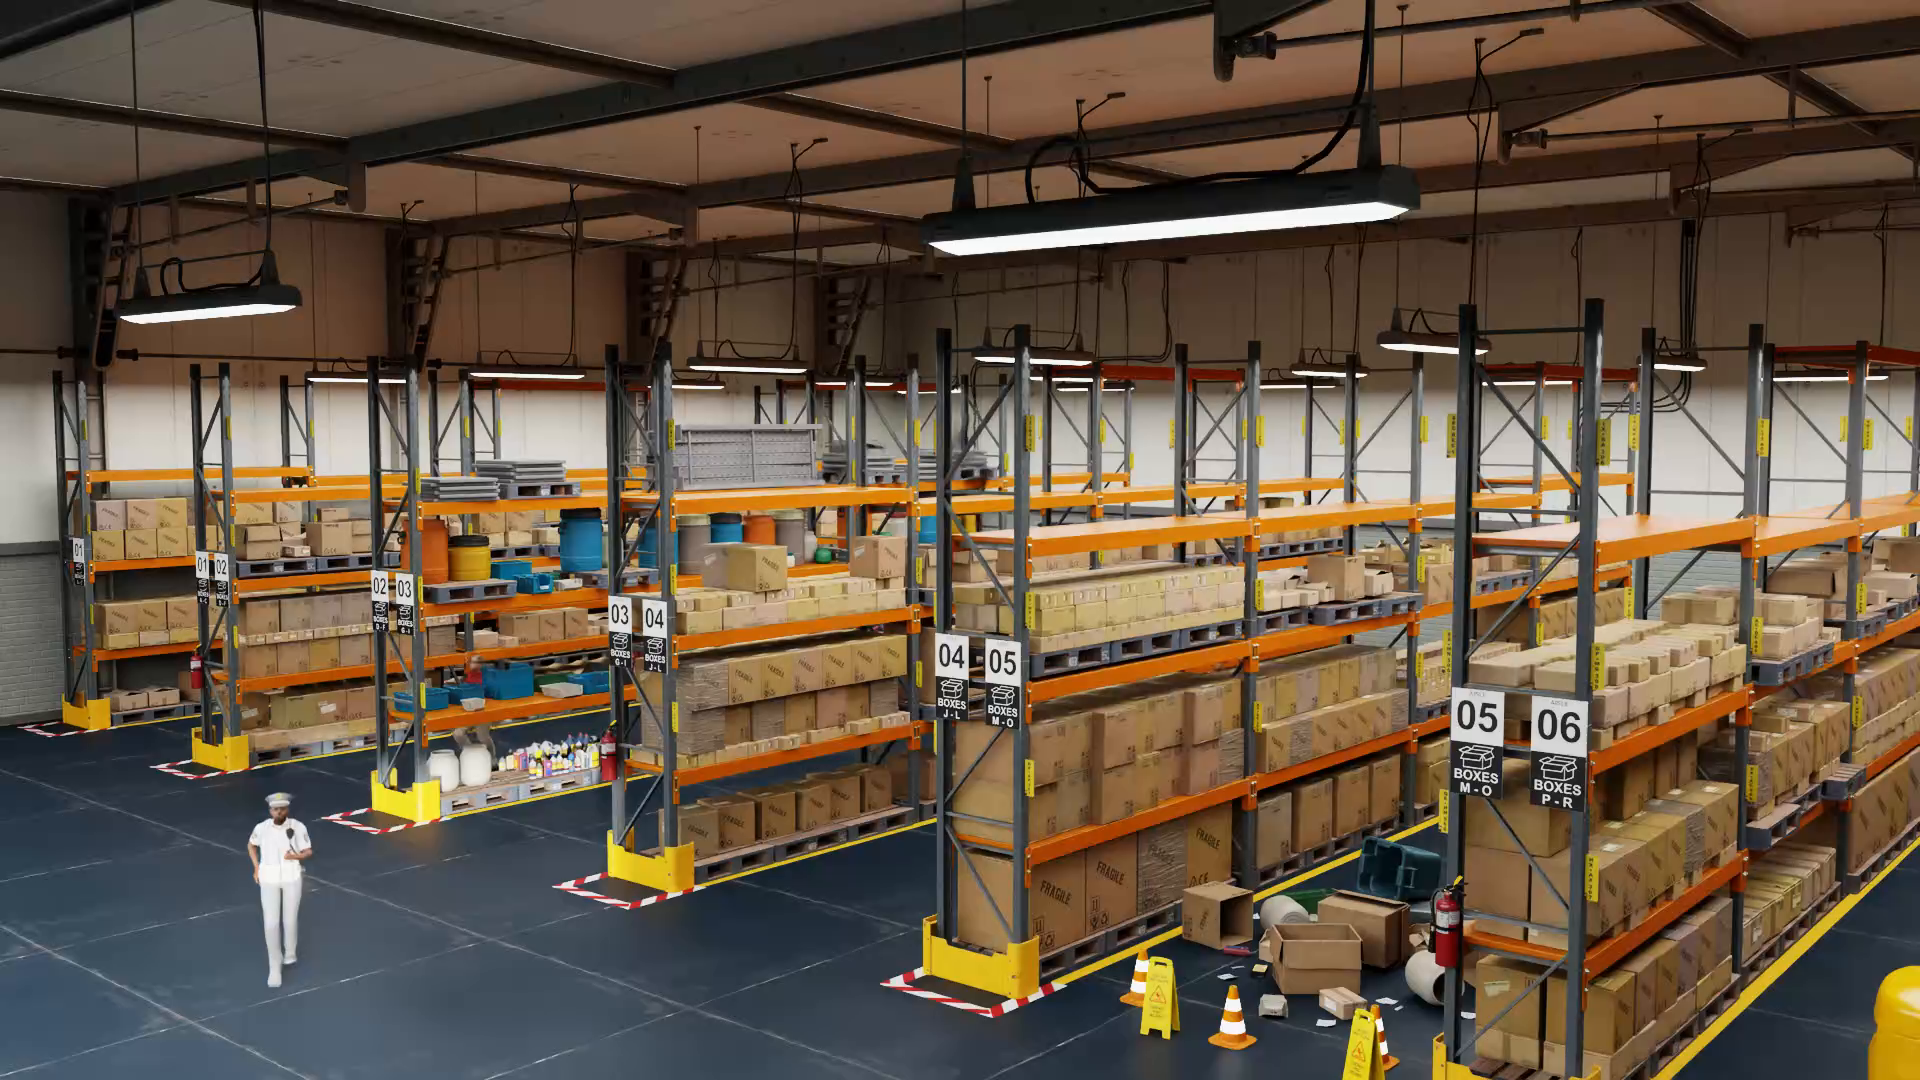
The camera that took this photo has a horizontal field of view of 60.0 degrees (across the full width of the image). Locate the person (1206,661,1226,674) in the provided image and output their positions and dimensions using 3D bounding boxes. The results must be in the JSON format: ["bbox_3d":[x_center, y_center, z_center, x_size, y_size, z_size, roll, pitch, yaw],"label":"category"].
[{"bbox_3d":[3.740,2.521,24.304,0.641,1.746,0.601,3,5,38],"label":"person"}]

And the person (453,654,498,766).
[{"bbox_3d":[-7.111,2.554,24.398,0.646,1.757,0.686,3,5,32],"label":"person"}]

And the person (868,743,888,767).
[{"bbox_3d":[-1.209,2.585,23.507,0.656,1.844,0.782,3,5,36],"label":"person"}]

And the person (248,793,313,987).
[{"bbox_3d":[-6.306,3.200,15.452,0.558,1.754,0.725,-2,4,-23],"label":"person"}]
